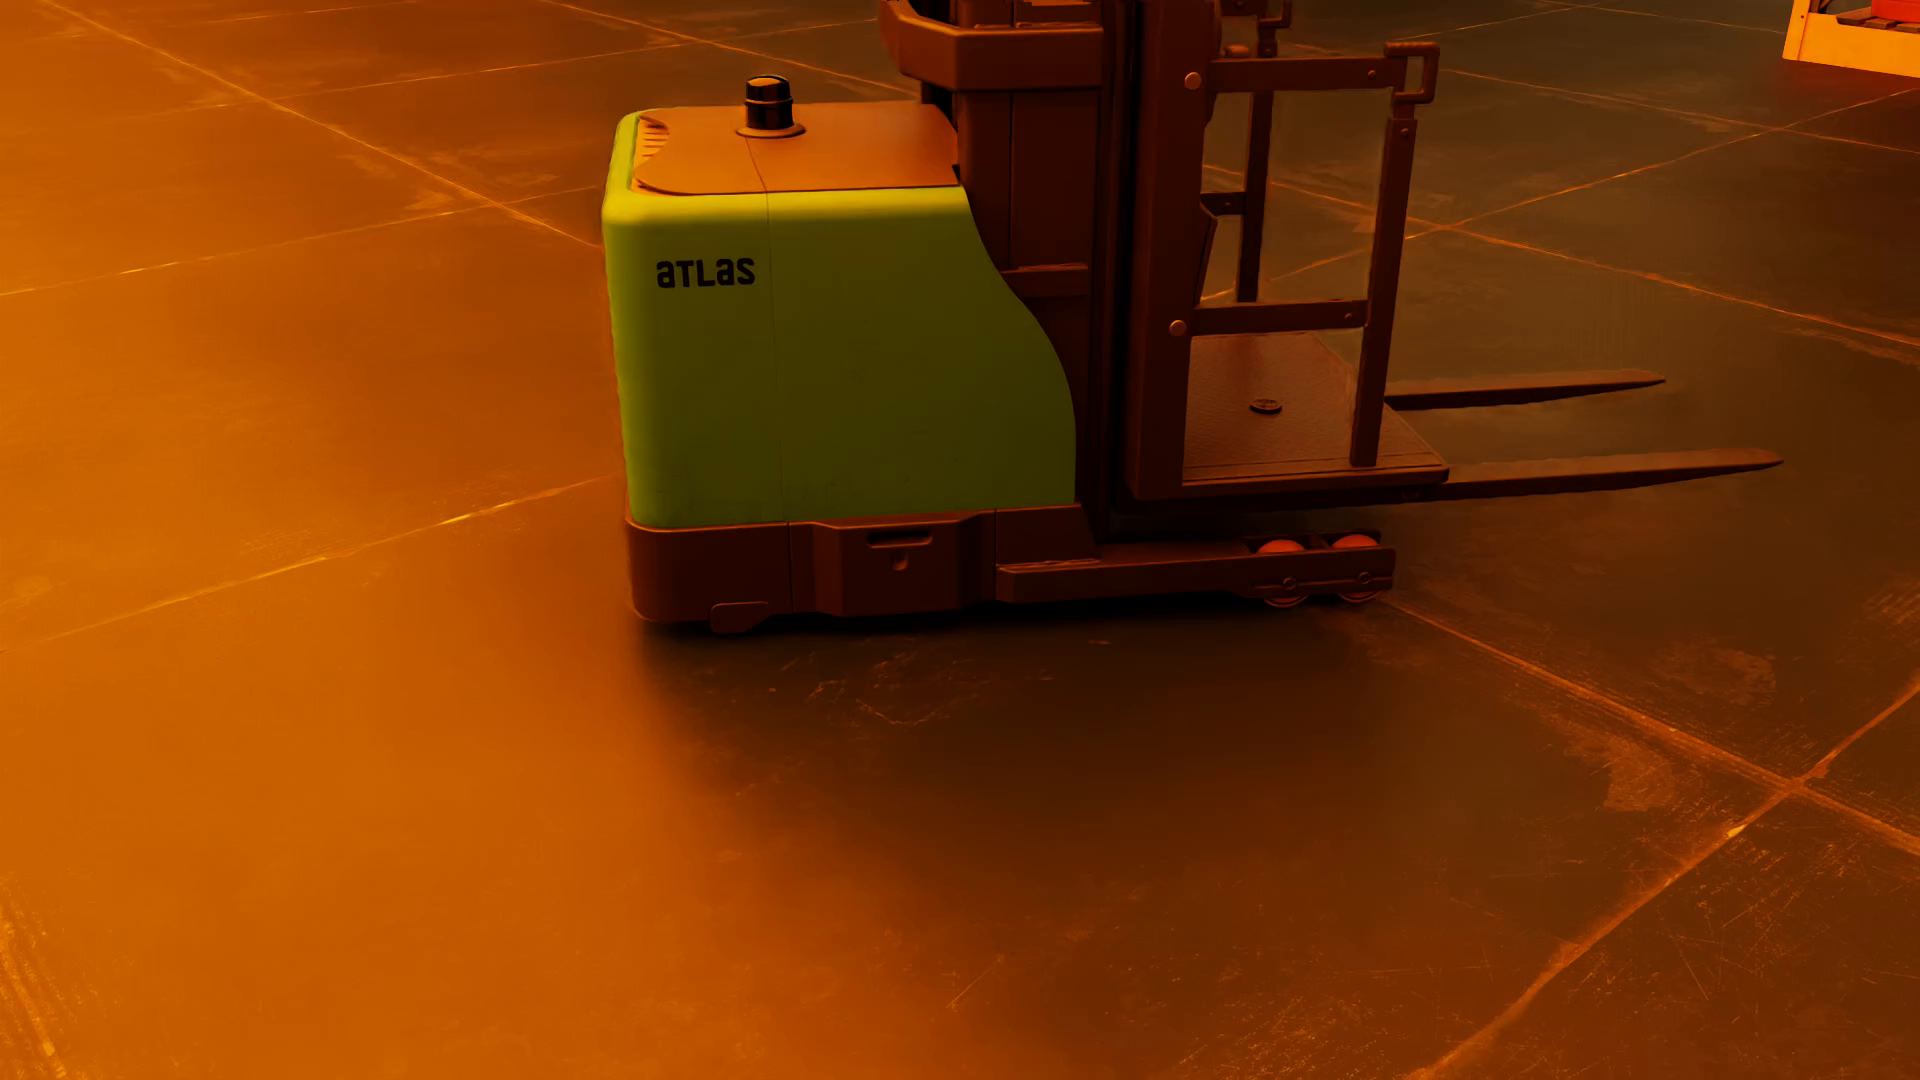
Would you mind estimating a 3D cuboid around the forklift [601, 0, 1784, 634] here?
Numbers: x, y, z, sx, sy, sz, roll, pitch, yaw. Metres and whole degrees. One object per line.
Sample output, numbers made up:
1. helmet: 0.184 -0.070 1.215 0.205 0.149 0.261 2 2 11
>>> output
1. forklift: 0.649 -1.374 3.973 3.031 2.935 1.130 -4 27 -7
